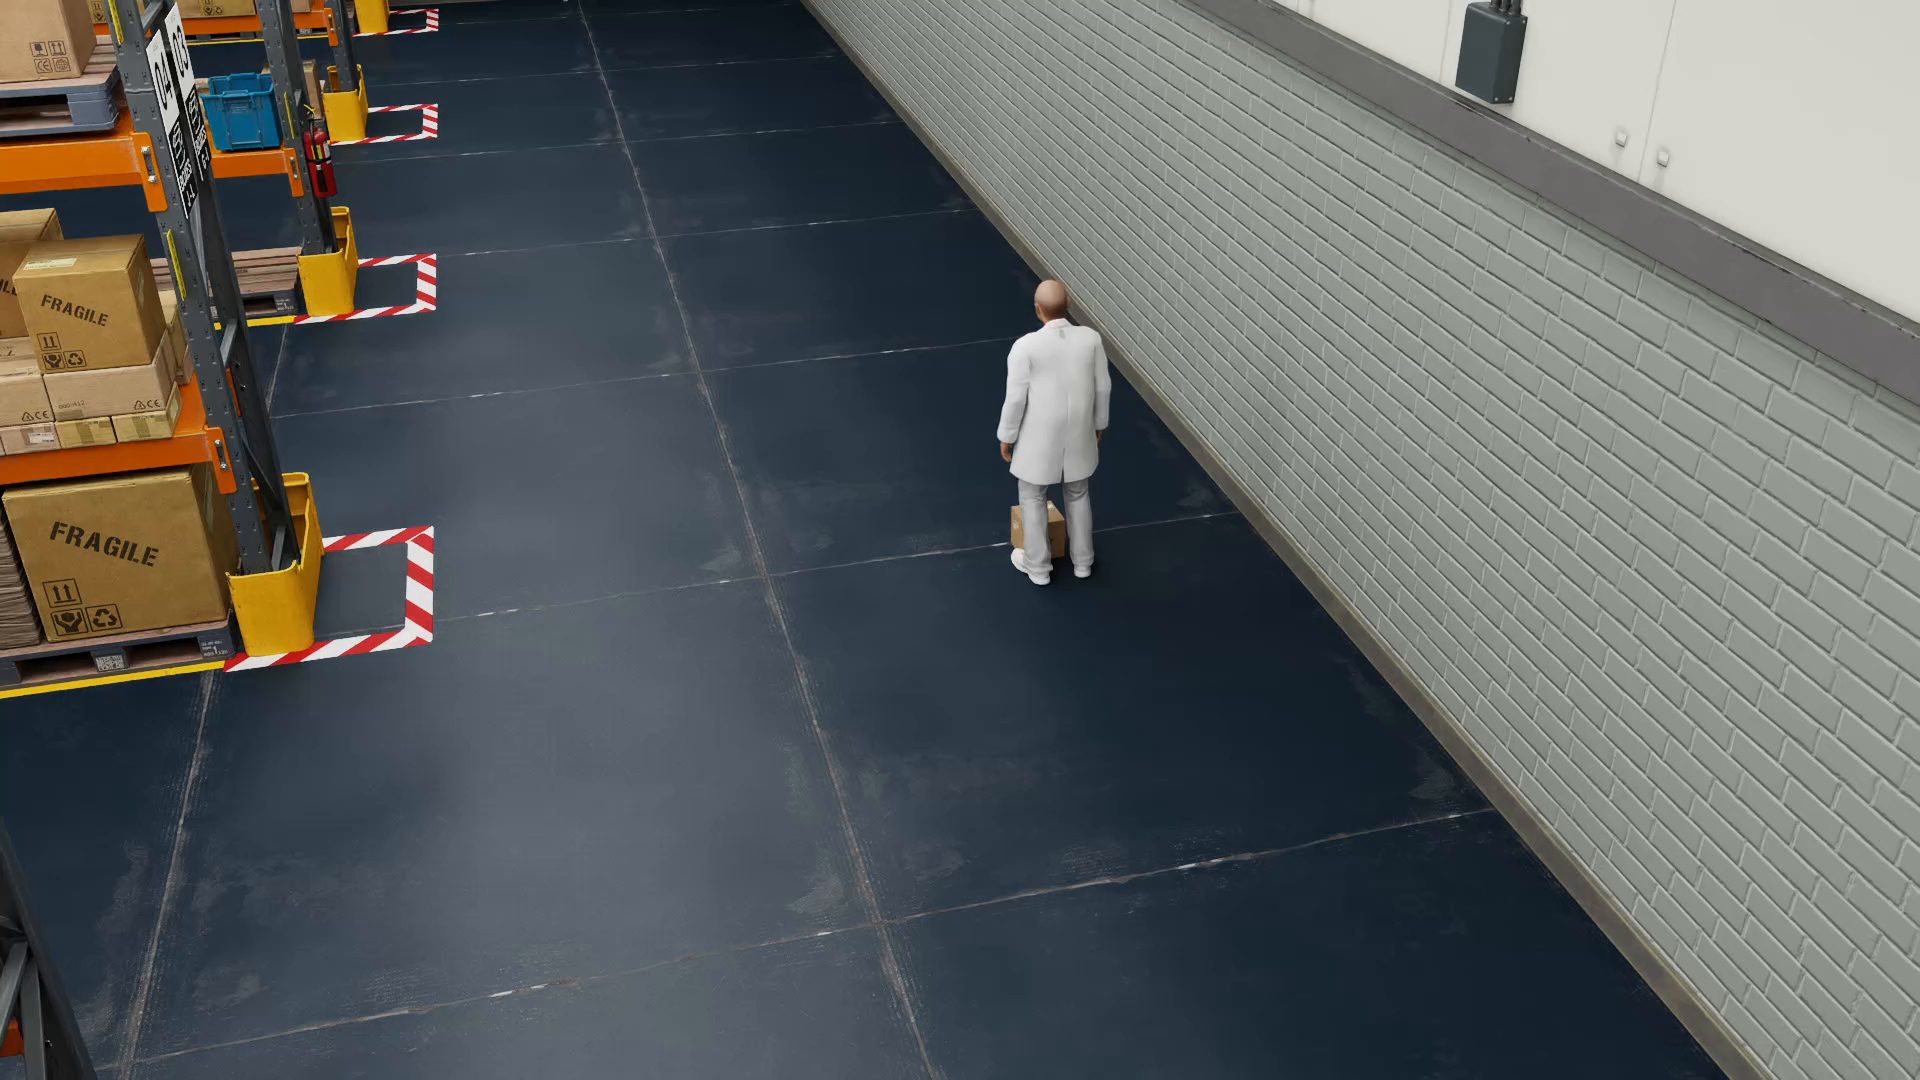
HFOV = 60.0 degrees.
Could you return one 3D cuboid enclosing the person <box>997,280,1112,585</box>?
[{"bbox_3d":[0.526,-0.592,9.291,0.655,1.774,0.415,-9,31,-15],"label":"person"}]
